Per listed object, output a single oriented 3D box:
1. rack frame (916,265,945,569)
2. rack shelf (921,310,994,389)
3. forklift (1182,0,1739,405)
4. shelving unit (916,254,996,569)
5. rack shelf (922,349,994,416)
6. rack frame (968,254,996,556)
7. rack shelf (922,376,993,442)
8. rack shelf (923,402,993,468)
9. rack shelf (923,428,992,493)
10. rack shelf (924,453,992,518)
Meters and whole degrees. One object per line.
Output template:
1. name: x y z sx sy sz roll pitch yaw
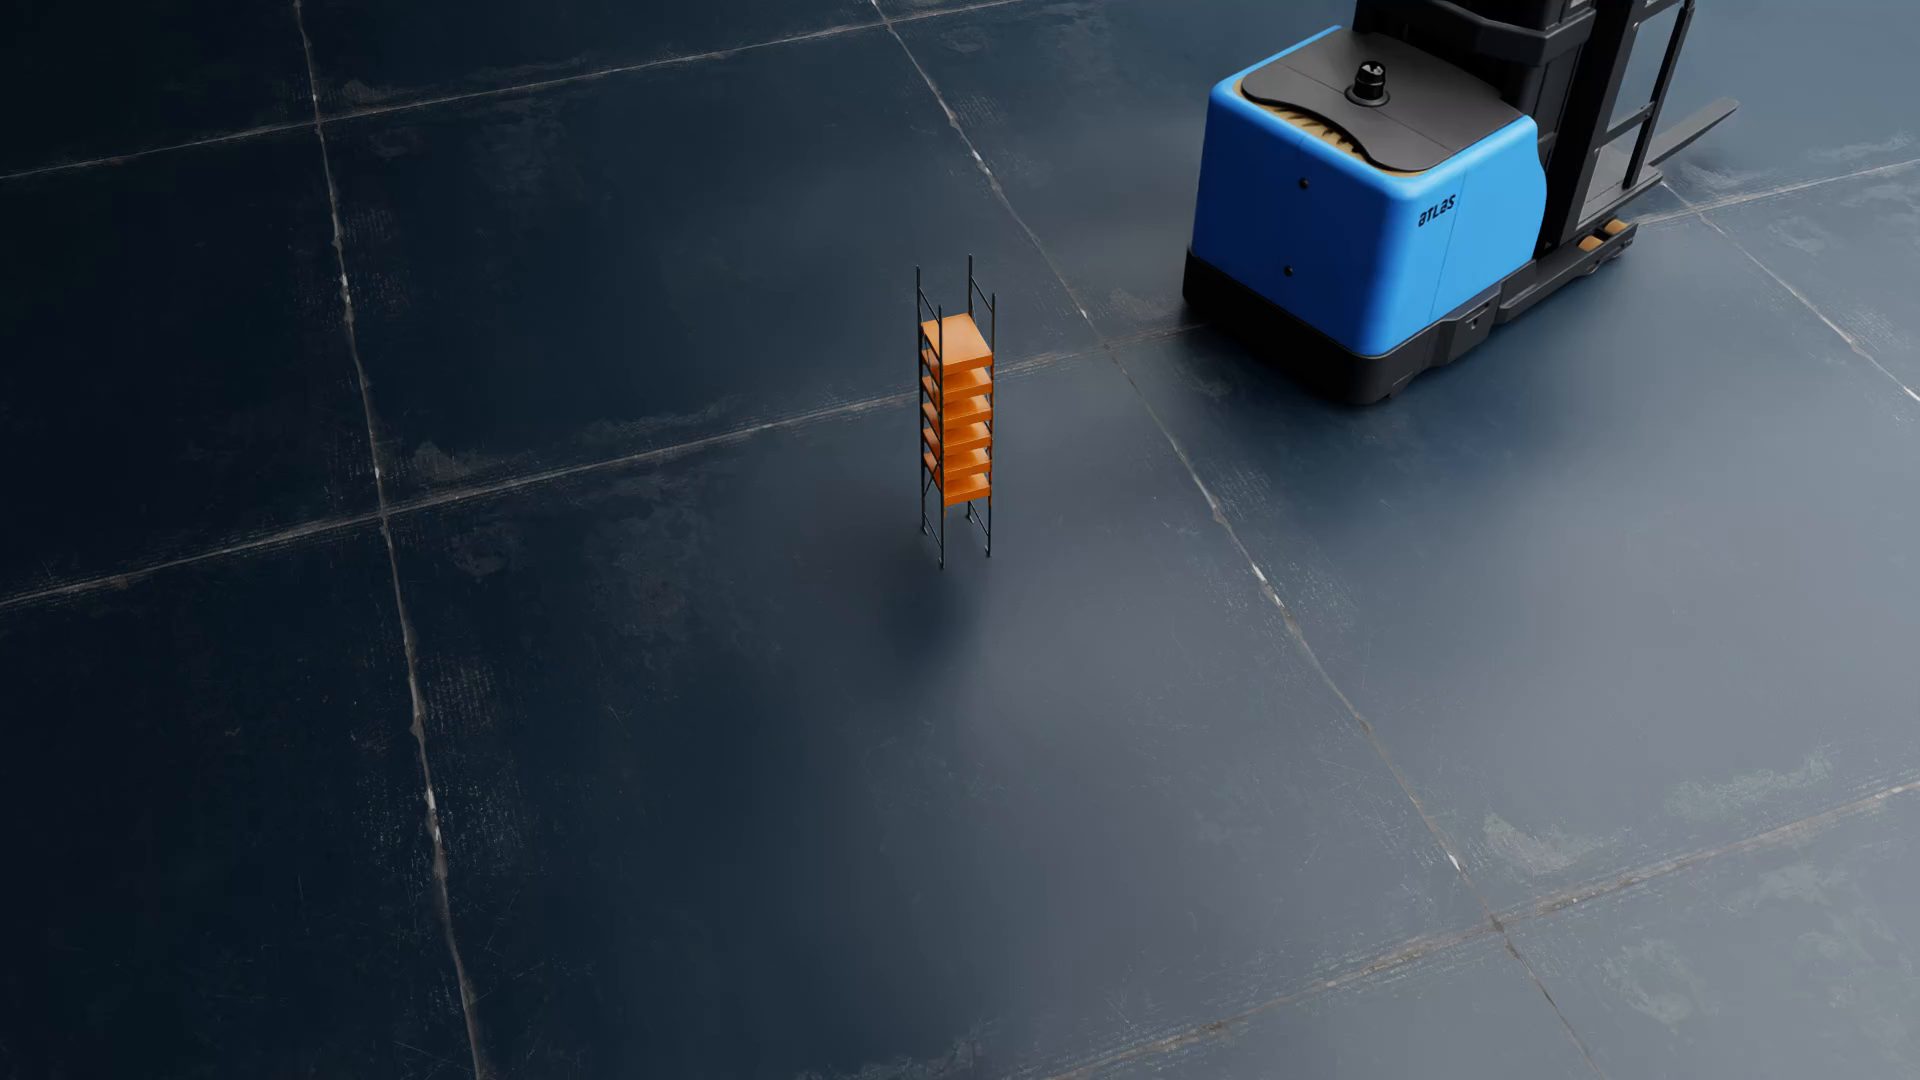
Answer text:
1. rack frame: -0.100 -0.398 5.800 0.006 1.200 0.240 -14 47 -14
2. rack shelf: -0.014 -0.643 5.598 0.180 0.103 0.258 -14 47 -14
3. forklift: 2.410 -2.477 6.650 3.031 2.935 1.130 -31 53 -27
4. shelving unit: -0.014 -0.420 5.822 0.189 1.200 0.258 -14 47 -14
5. rack shelf: -0.014 -0.558 5.683 0.180 0.103 0.258 -14 47 -14
6. rack frame: 0.072 -0.442 5.843 0.006 1.200 0.240 -14 47 -14
7. rack shelf: -0.014 -0.473 5.768 0.180 0.103 0.258 -14 47 -14
8. rack shelf: -0.014 -0.389 5.853 0.180 0.103 0.258 -14 47 -14
9. rack shelf: -0.014 -0.304 5.938 0.180 0.103 0.258 -14 47 -14
10. rack shelf: -0.014 -0.219 6.023 0.180 0.103 0.258 -14 47 -14
